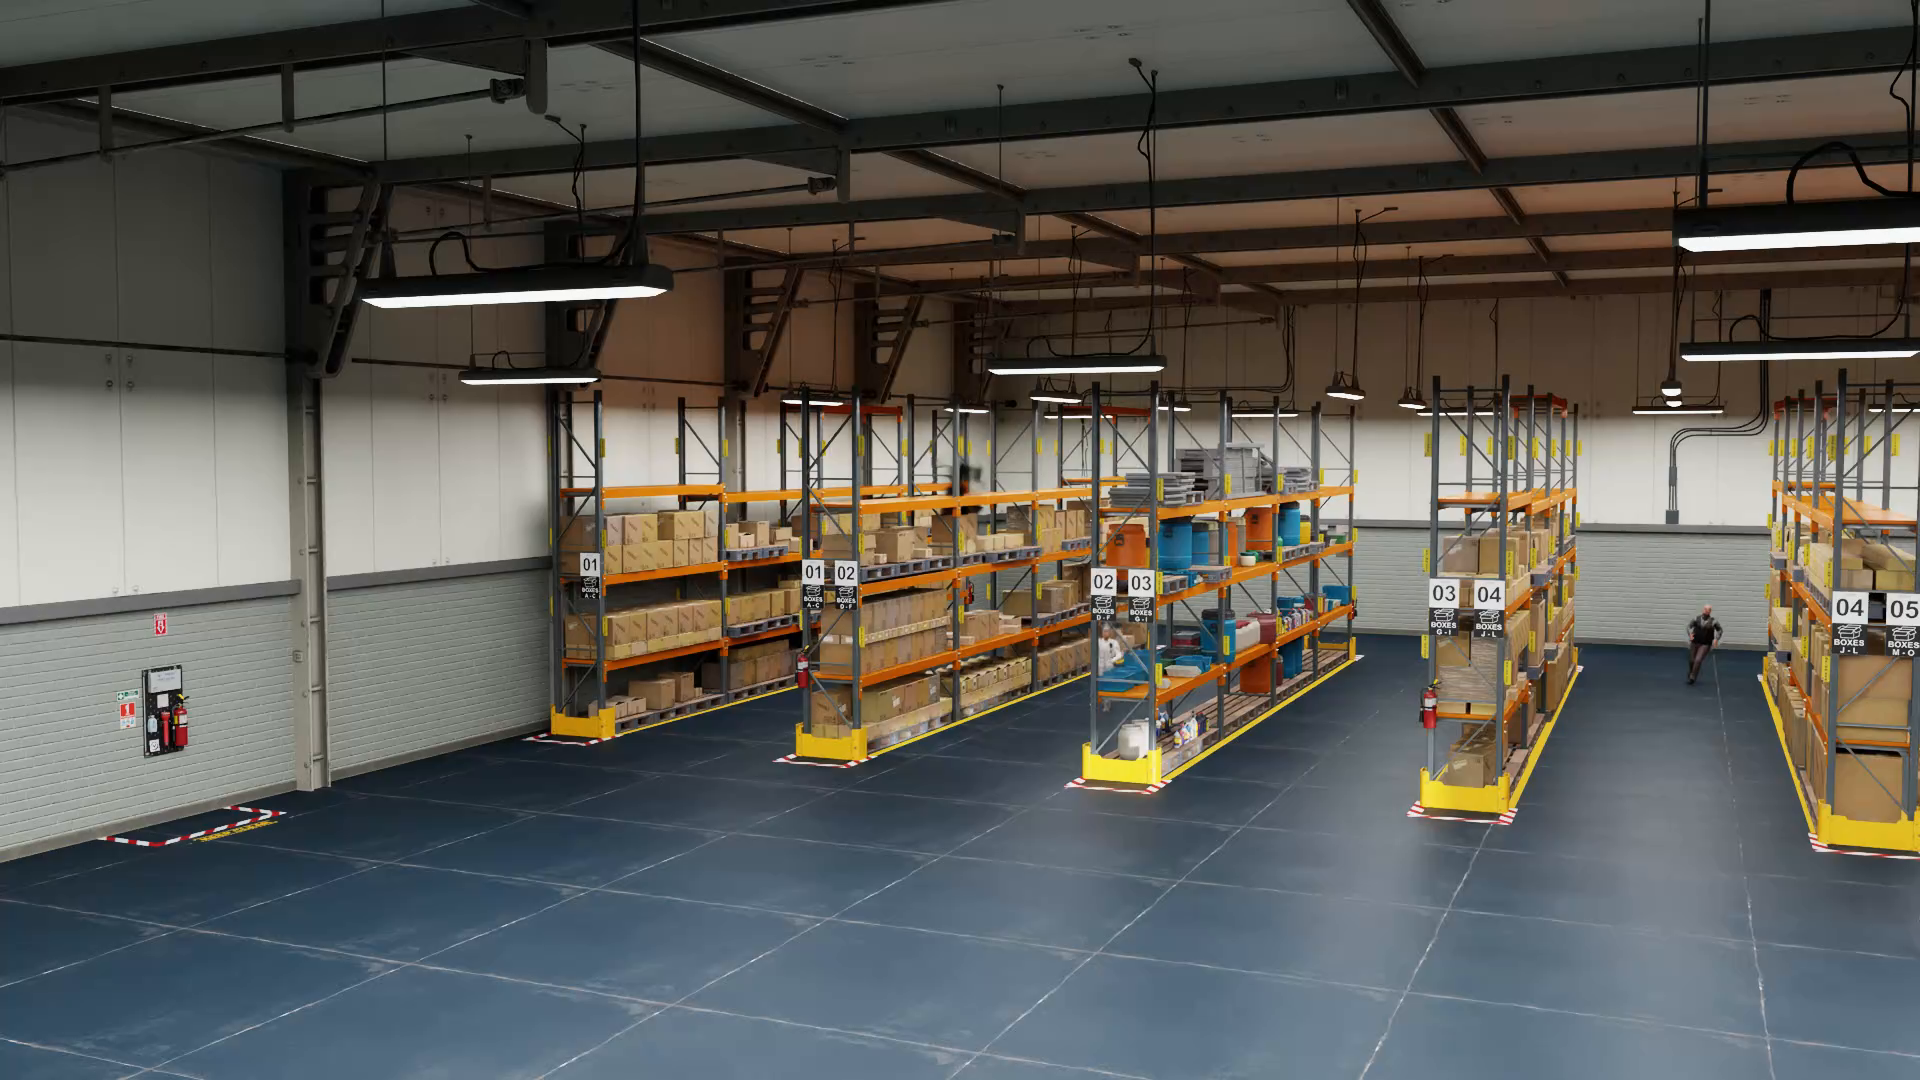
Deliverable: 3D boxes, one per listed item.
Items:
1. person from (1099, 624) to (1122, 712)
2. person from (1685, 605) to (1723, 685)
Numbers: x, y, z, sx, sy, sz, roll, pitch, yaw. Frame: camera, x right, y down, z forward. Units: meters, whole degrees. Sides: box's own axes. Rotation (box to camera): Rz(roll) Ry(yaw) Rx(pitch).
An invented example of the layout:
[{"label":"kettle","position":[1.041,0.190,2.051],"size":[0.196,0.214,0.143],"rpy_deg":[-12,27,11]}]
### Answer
[{"label":"person","position":[2.732,2.409,31.307],"size":[0.615,1.658,0.541],"rpy_deg":[1,3,14]},{"label":"person","position":[15.744,2.215,35.241],"size":[0.714,1.675,0.881],"rpy_deg":[2,4,35]}]
